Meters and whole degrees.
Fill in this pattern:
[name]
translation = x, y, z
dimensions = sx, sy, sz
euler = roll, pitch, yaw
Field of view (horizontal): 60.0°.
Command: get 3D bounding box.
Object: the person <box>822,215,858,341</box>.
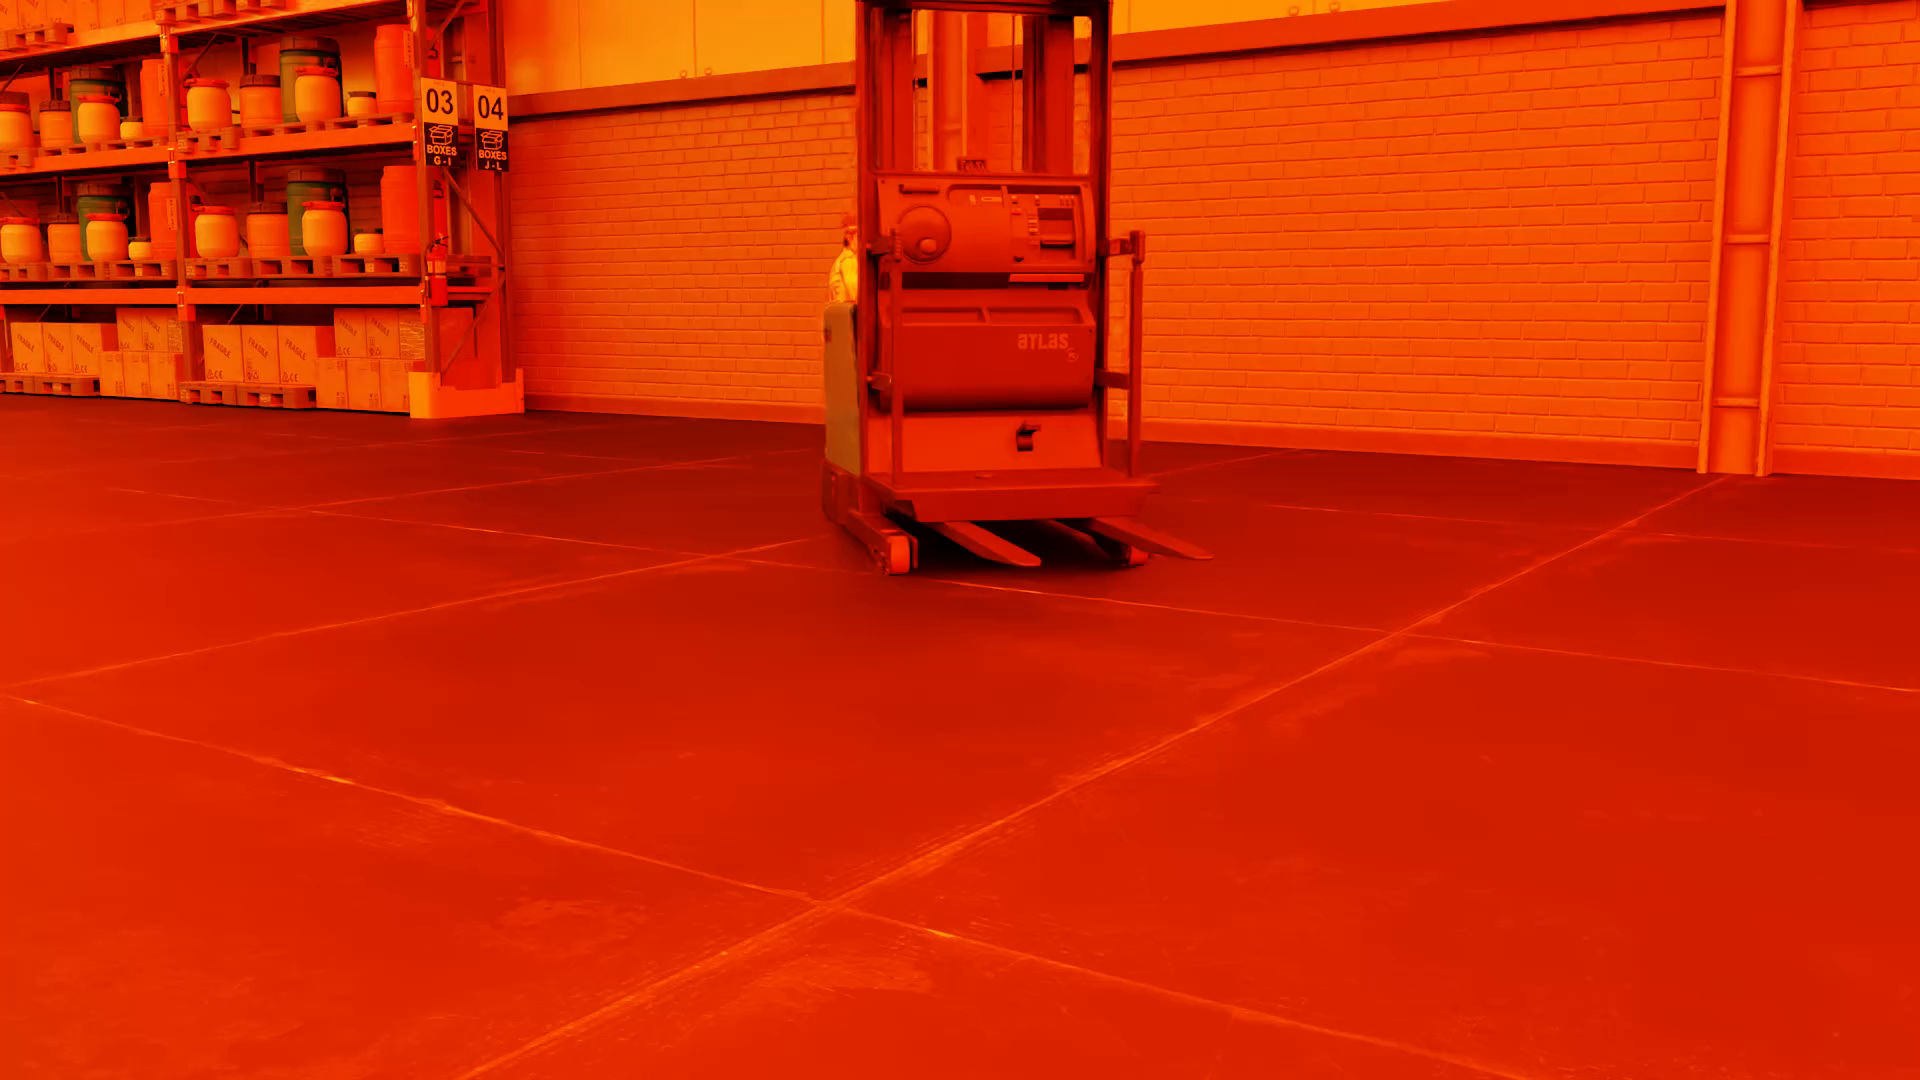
[person]
translation = -0.643, -1.232, 10.562
dimensions = 0.482, 1.632, 0.712
euler = -4, 9, -25

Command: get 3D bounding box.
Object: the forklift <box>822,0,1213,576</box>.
[forklift]
translation = 0.167, -1.366, 6.802
dimensions = 1.130, 2.935, 3.031
euler = -2, 8, -14
